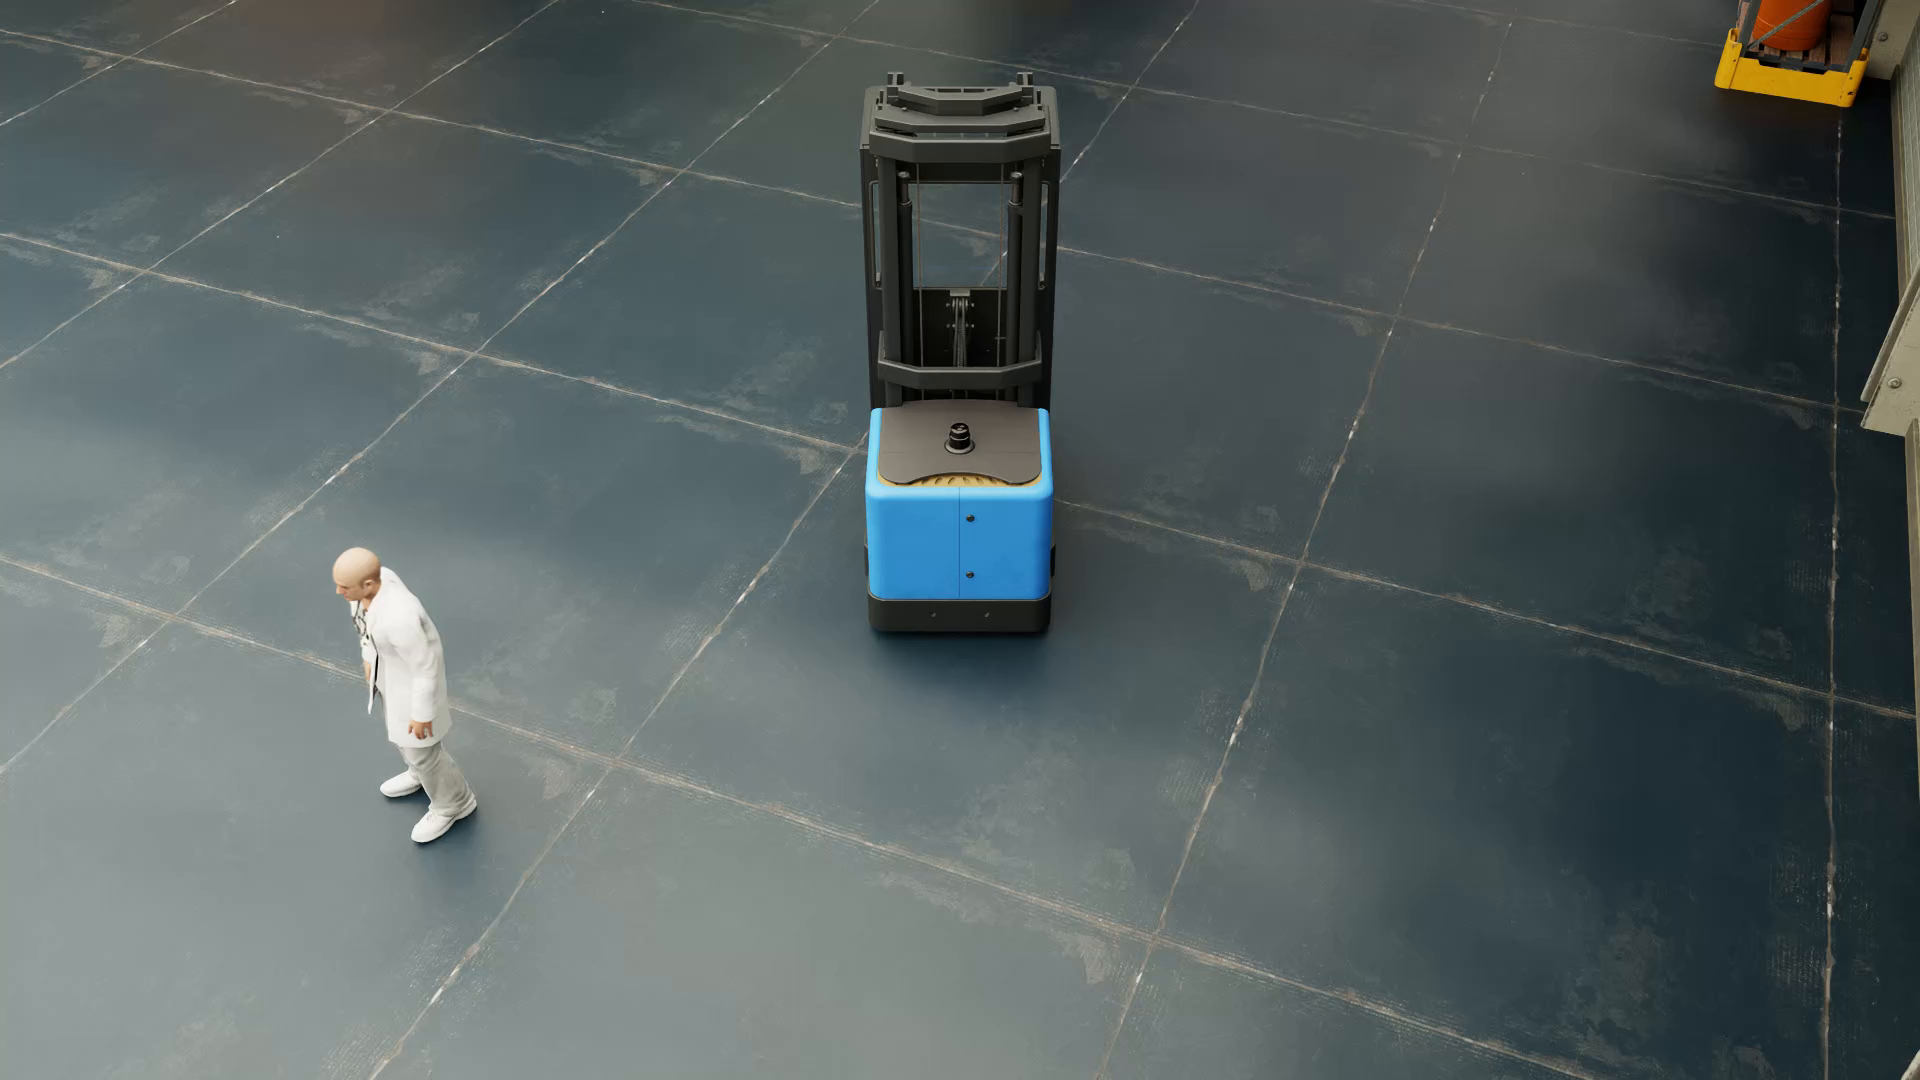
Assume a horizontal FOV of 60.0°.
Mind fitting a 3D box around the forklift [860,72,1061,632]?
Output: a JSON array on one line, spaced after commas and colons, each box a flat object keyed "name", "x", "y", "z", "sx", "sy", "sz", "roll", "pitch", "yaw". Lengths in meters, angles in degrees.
[{"name": "forklift", "x": 0.002, "y": -1.515, "z": 9.816, "sx": 1.130, "sy": 2.935, "sz": 3.031, "roll": 0, "pitch": 40, "yaw": 0}]

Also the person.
[{"name": "person", "x": -2.708, "y": 0.710, "z": 8.060, "sx": 0.401, "sy": 1.774, "sz": 0.655, "roll": -27, "pitch": 47, "yaw": -28}]
